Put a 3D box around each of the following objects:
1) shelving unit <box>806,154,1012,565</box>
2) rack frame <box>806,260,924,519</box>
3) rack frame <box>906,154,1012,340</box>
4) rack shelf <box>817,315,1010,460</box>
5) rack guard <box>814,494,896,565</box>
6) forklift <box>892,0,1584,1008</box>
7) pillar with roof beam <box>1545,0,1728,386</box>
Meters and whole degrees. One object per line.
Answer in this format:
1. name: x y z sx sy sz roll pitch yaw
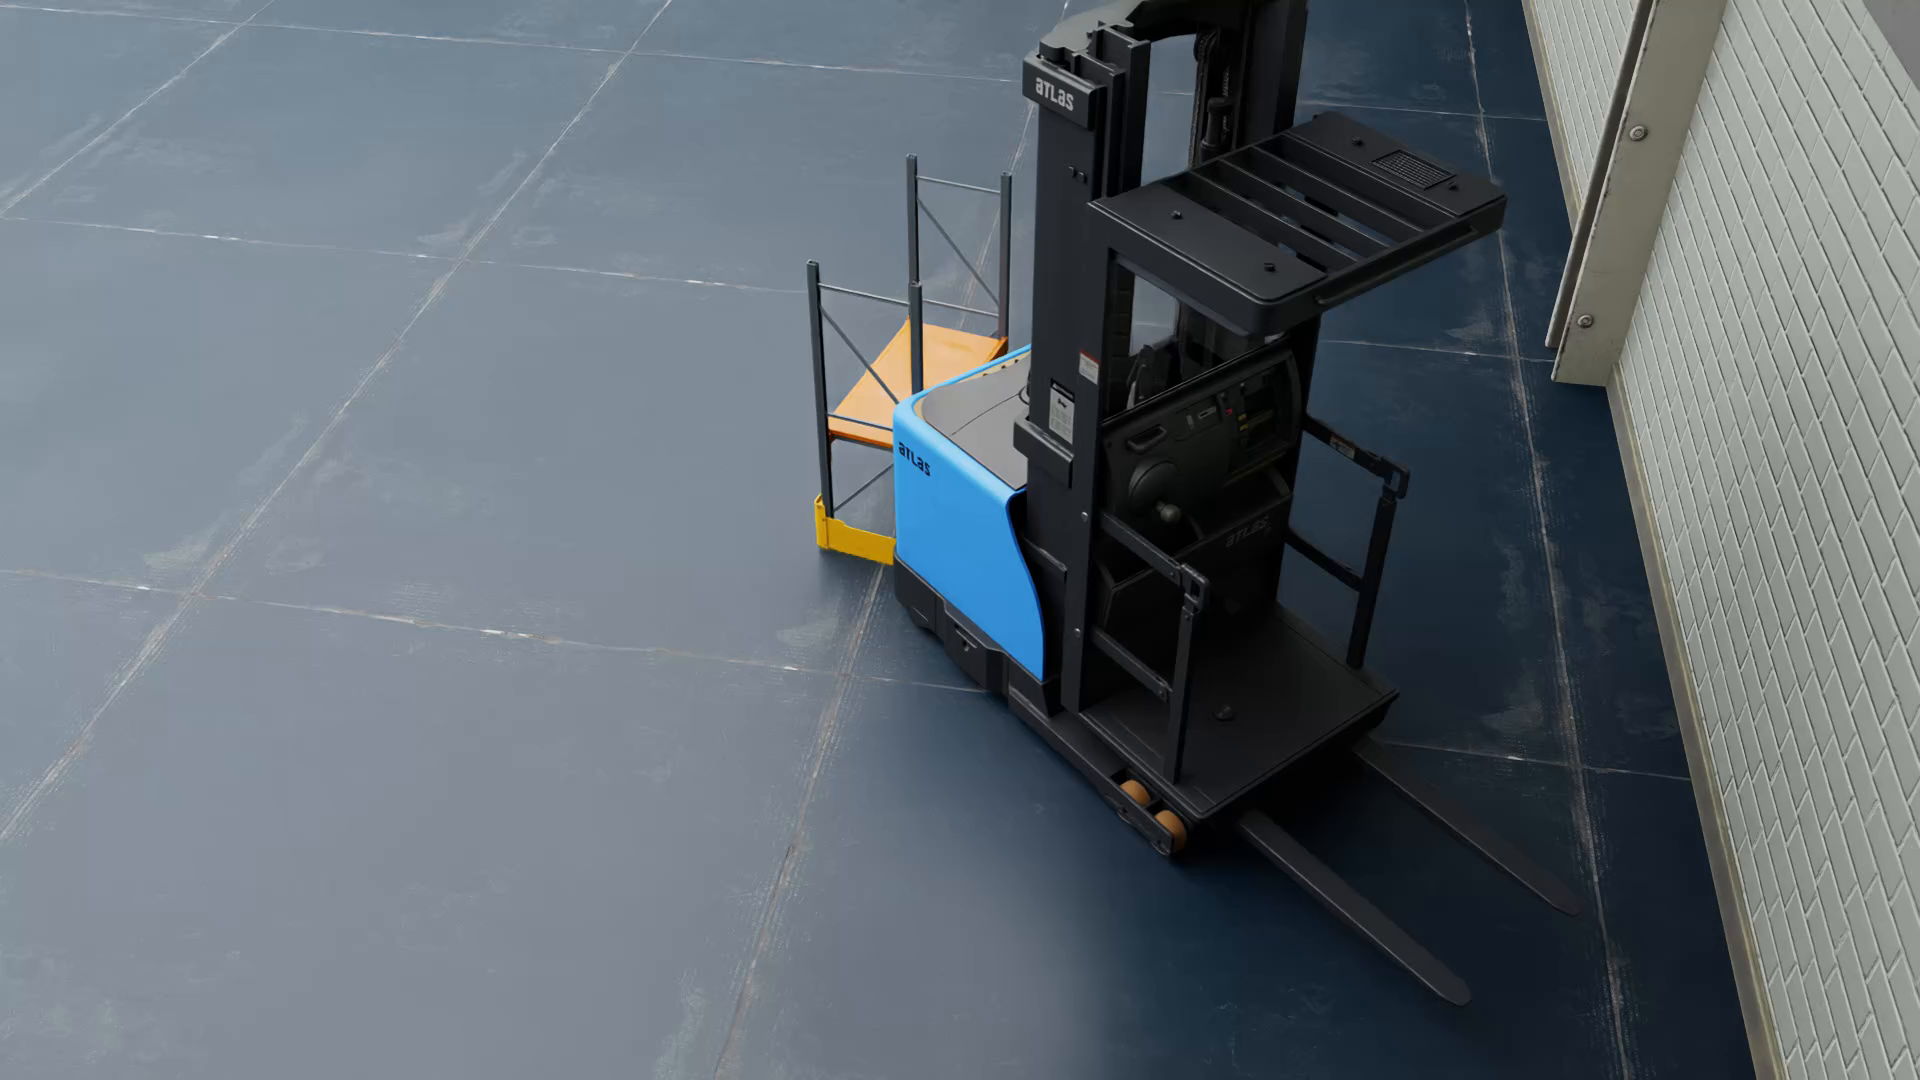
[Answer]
1. shelving unit: -0.194 -0.802 7.543 0.587 1.500 1.083 14 42 17
2. rack frame: -0.389 -0.497 7.174 0.500 1.500 0.032 14 42 17
3. rack frame: -0.007 -1.097 7.900 0.500 1.500 0.032 14 42 17
4. rack shelf: -0.198 -0.658 7.652 0.538 0.185 1.000 14 42 17
5. rack guard: -0.382 -0.027 7.586 0.587 0.250 0.087 14 42 17
6. forklift: 1.006 -0.299 5.811 1.130 2.935 3.031 -26 46 -28
7. pillar with roof beam: -0.933 -4.886 6.598 9.100 9.000 0.400 6 40 8
